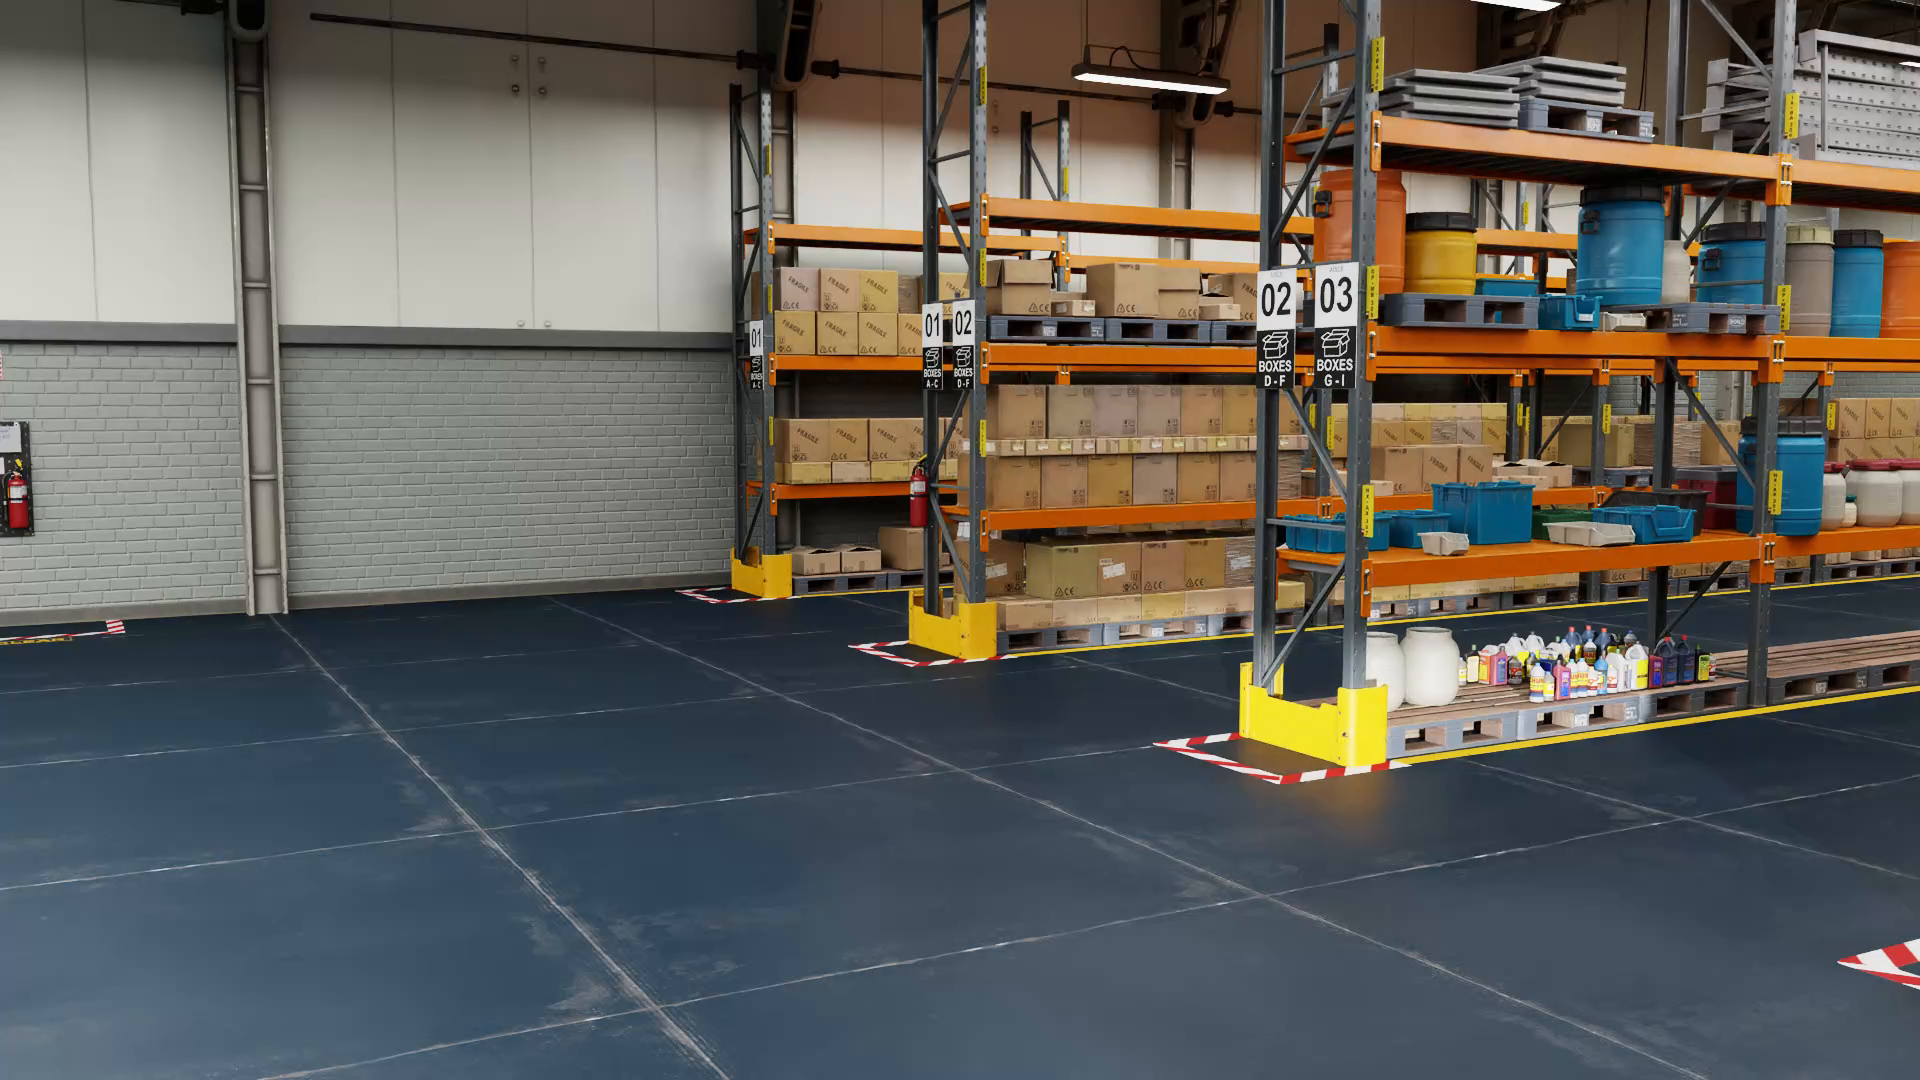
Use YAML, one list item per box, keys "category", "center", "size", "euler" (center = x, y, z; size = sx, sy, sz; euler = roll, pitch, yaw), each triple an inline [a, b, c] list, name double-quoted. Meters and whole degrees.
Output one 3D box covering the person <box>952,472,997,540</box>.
- category: "person"
  center: [0.115, 0.020, 17.252]
  size: [0.473, 1.666, 0.548]
  euler: [-3, 6, -31]
